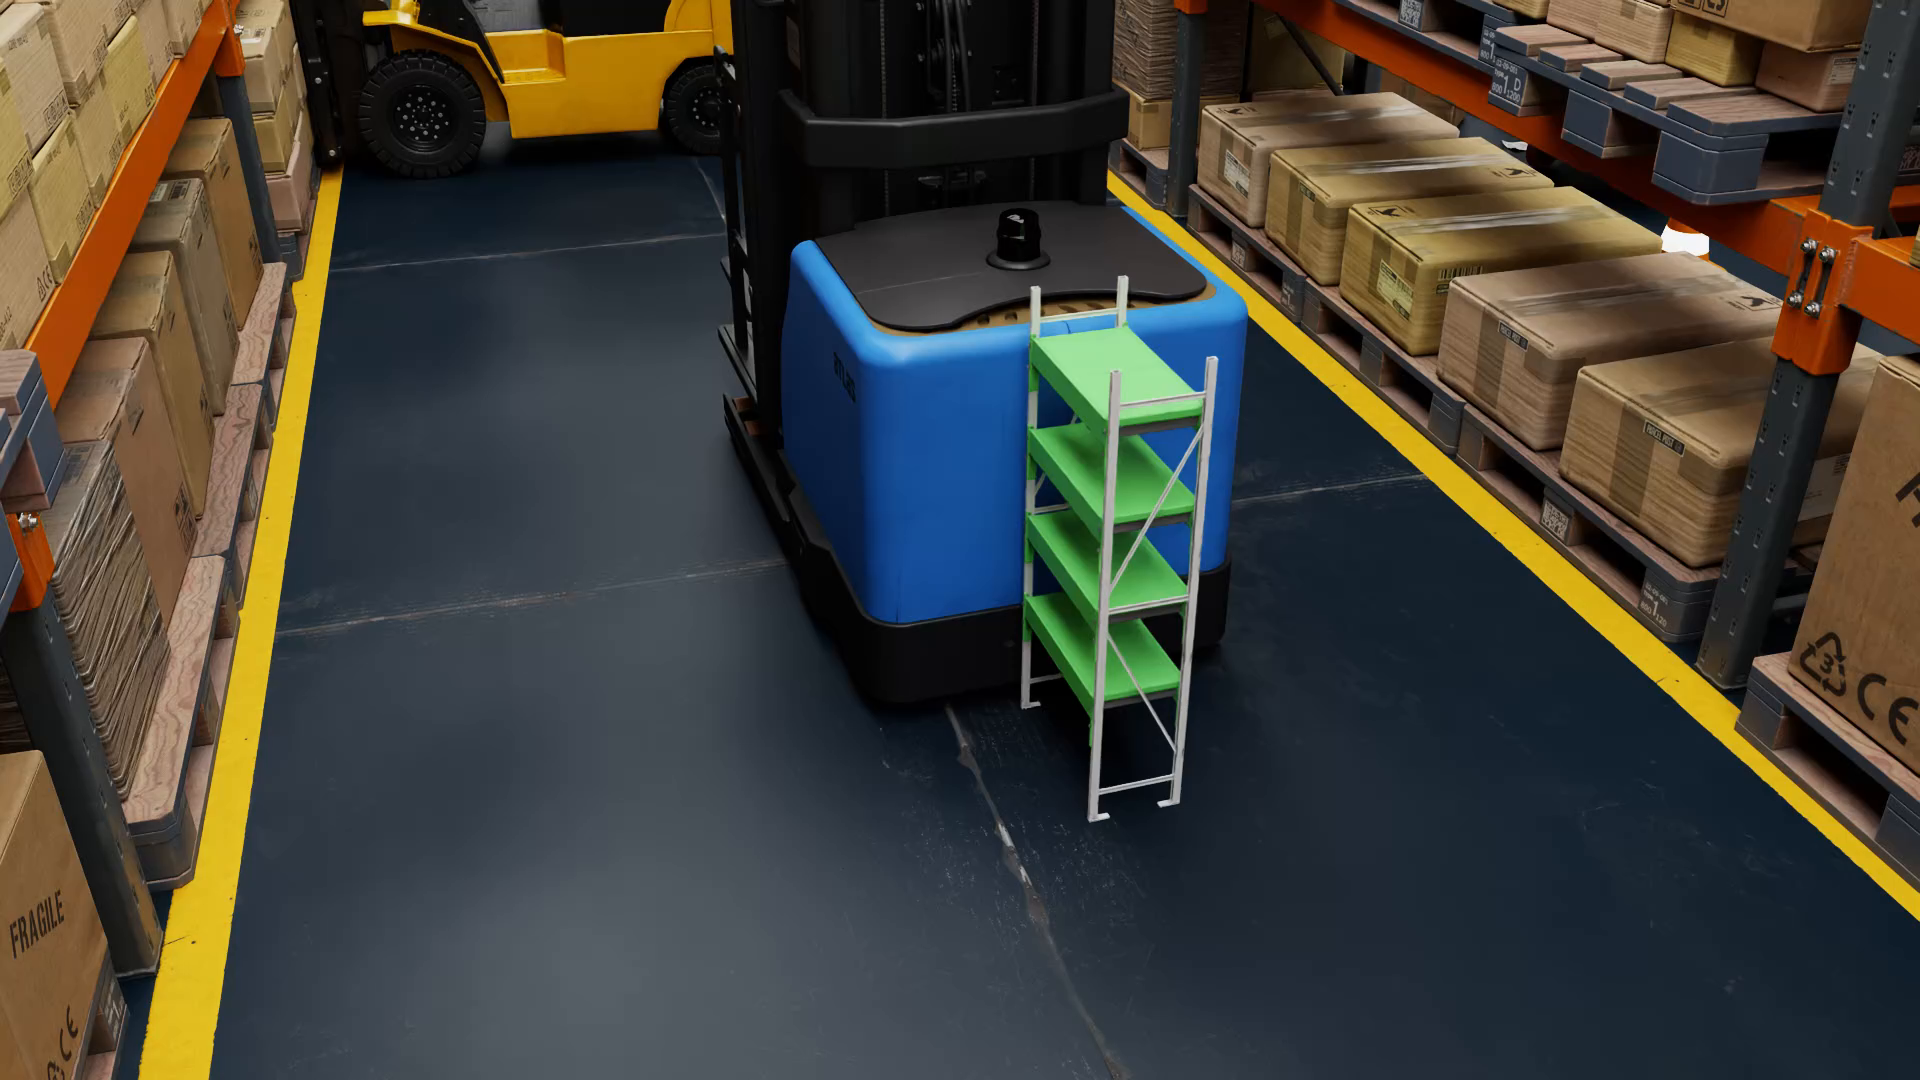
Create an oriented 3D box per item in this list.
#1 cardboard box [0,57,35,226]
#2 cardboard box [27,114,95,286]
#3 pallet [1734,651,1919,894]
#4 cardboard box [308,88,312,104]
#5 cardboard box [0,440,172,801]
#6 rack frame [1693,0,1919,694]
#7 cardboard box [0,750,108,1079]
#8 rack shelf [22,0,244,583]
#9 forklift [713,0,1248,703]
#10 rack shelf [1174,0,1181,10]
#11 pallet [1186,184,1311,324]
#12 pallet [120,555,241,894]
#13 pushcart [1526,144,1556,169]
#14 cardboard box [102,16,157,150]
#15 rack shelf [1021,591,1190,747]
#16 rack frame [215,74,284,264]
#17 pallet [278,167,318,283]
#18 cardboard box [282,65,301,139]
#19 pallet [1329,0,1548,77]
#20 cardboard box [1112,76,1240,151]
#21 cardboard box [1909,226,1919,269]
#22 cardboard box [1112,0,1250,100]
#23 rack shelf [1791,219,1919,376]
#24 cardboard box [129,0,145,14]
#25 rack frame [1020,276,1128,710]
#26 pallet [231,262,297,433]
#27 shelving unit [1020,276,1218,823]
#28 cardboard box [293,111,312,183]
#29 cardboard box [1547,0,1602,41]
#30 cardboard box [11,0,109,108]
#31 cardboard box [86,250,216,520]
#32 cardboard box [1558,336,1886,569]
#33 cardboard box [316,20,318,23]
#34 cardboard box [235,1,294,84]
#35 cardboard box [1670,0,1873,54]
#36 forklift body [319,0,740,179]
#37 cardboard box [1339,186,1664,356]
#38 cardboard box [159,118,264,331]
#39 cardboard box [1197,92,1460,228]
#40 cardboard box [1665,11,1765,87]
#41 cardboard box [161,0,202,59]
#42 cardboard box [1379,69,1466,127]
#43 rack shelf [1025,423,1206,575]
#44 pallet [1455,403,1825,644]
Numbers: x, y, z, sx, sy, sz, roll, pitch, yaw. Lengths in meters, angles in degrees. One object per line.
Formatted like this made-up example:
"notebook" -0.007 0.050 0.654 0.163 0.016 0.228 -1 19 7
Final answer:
"cardboard box" -2.102 -0.717 3.144 0.500 0.250 0.500 -8 31 -13
"cardboard box" -2.255 -0.741 3.685 0.500 0.250 0.500 -9 31 -14
"pallet" 2.677 0.621 3.967 1.003 0.211 1.213 -8 31 -13
"cardboard box" -3.532 -2.254 8.475 0.500 0.250 0.500 -7 31 -12
"cardboard box" -2.396 0.228 3.813 0.875 0.625 0.625 -7 31 -12
"rack frame" 2.541 -0.977 3.943 1.000 3.000 0.127 -8 31 -13
"cardboard box" -1.924 0.761 3.018 0.500 0.500 0.500 -7 31 -12
"rack shelf" -2.775 -0.970 4.649 1.077 0.370 4.000 -8 31 -13
"forklift" -0.191 -1.567 5.031 1.130 2.935 3.031 -9 31 -15
"rack shelf" 0.948 -3.563 9.130 1.077 0.370 4.000 -8 31 -13
"pallet" 1.687 -1.326 7.330 1.003 0.211 1.213 -8 31 -13
"pallet" -2.425 0.489 4.194 1.003 0.211 1.213 -8 31 -13
"pushcart" 3.664 -2.101 8.503 1.648 0.377 0.936 -20 35 -30
"cardboard box" -2.534 -1.239 4.546 0.500 0.250 0.500 -7 31 -12
"rack shelf" 0.353 0.295 4.147 0.258 0.148 0.480 -9 32 -15
"rack frame" -3.306 -2.247 6.138 1.000 3.000 0.127 -8 31 -13
"pallet" -3.476 -1.430 7.509 1.003 0.211 1.213 -8 31 -13
"cardboard box" -3.272 -1.973 7.490 0.500 0.250 0.500 -8 31 -14
"pallet" 1.976 -1.844 5.634 1.003 0.211 1.213 -8 31 -13
"cardboard box" 1.063 -2.150 8.296 0.500 0.250 0.500 -6 31 -11
"cardboard box" 2.428 -0.642 3.515 0.500 0.250 0.500 -8 31 -14
"cardboard box" 1.063 -2.475 8.109 0.500 0.500 0.500 -8 31 -14
"rack shelf" 3.072 0.300 2.455 1.077 0.370 4.000 -8 31 -13
"cardboard box" -2.655 -1.700 4.844 0.500 0.250 0.500 -7 31 -12
"rack frame" 0.279 -0.085 4.194 0.240 1.200 0.015 -9 32 -15
"pallet" -3.072 -0.689 6.230 1.003 0.211 1.213 -8 31 -13
"shelving unit" 0.354 0.033 3.993 0.258 1.200 0.503 -9 32 -15
"cardboard box" -3.265 -1.760 7.621 0.500 0.250 0.500 -9 31 -14
"cardboard box" 1.917 -1.535 4.739 0.380 0.149 0.250 -9 31 -16
"cardboard box" -2.379 -1.210 3.998 0.500 0.250 0.500 -9 31 -15
"cardboard box" -2.756 -0.412 4.918 0.875 0.625 0.625 -9 31 -15
"cardboard box" 2.400 -0.296 4.970 0.950 0.372 0.625 -10 32 -17
"cardboard box" -3.657 -2.703 8.753 0.500 0.250 0.500 -9 31 -14
"cardboard box" -3.258 -2.195 7.376 0.500 0.250 0.500 -8 31 -13
"cardboard box" 2.152 -1.513 4.054 0.500 0.500 0.500 -9 31 -15
"forklift body" -2.105 -3.138 8.525 2.313 2.155 1.214 -8 31 -13
"cardboard box" 2.001 -1.018 6.218 0.950 0.372 0.625 -7 31 -12
"cardboard box" -3.156 -1.150 6.195 0.875 0.625 0.625 -6 31 -11
"cardboard box" 1.621 -1.700 7.397 0.950 0.372 0.625 -7 31 -13
"cardboard box" 2.086 -1.297 4.328 0.380 0.149 0.250 -7 31 -13
"cardboard box" -2.781 -1.731 5.397 0.500 0.250 0.500 -8 31 -14
"cardboard box" 2.506 -2.526 9.113 0.500 0.500 0.500 13 32 21
"rack shelf" 0.354 -0.119 3.904 0.258 0.148 0.480 -9 32 -15
"pallet" 2.335 -0.148 5.294 1.003 0.211 1.213 -8 31 -13
